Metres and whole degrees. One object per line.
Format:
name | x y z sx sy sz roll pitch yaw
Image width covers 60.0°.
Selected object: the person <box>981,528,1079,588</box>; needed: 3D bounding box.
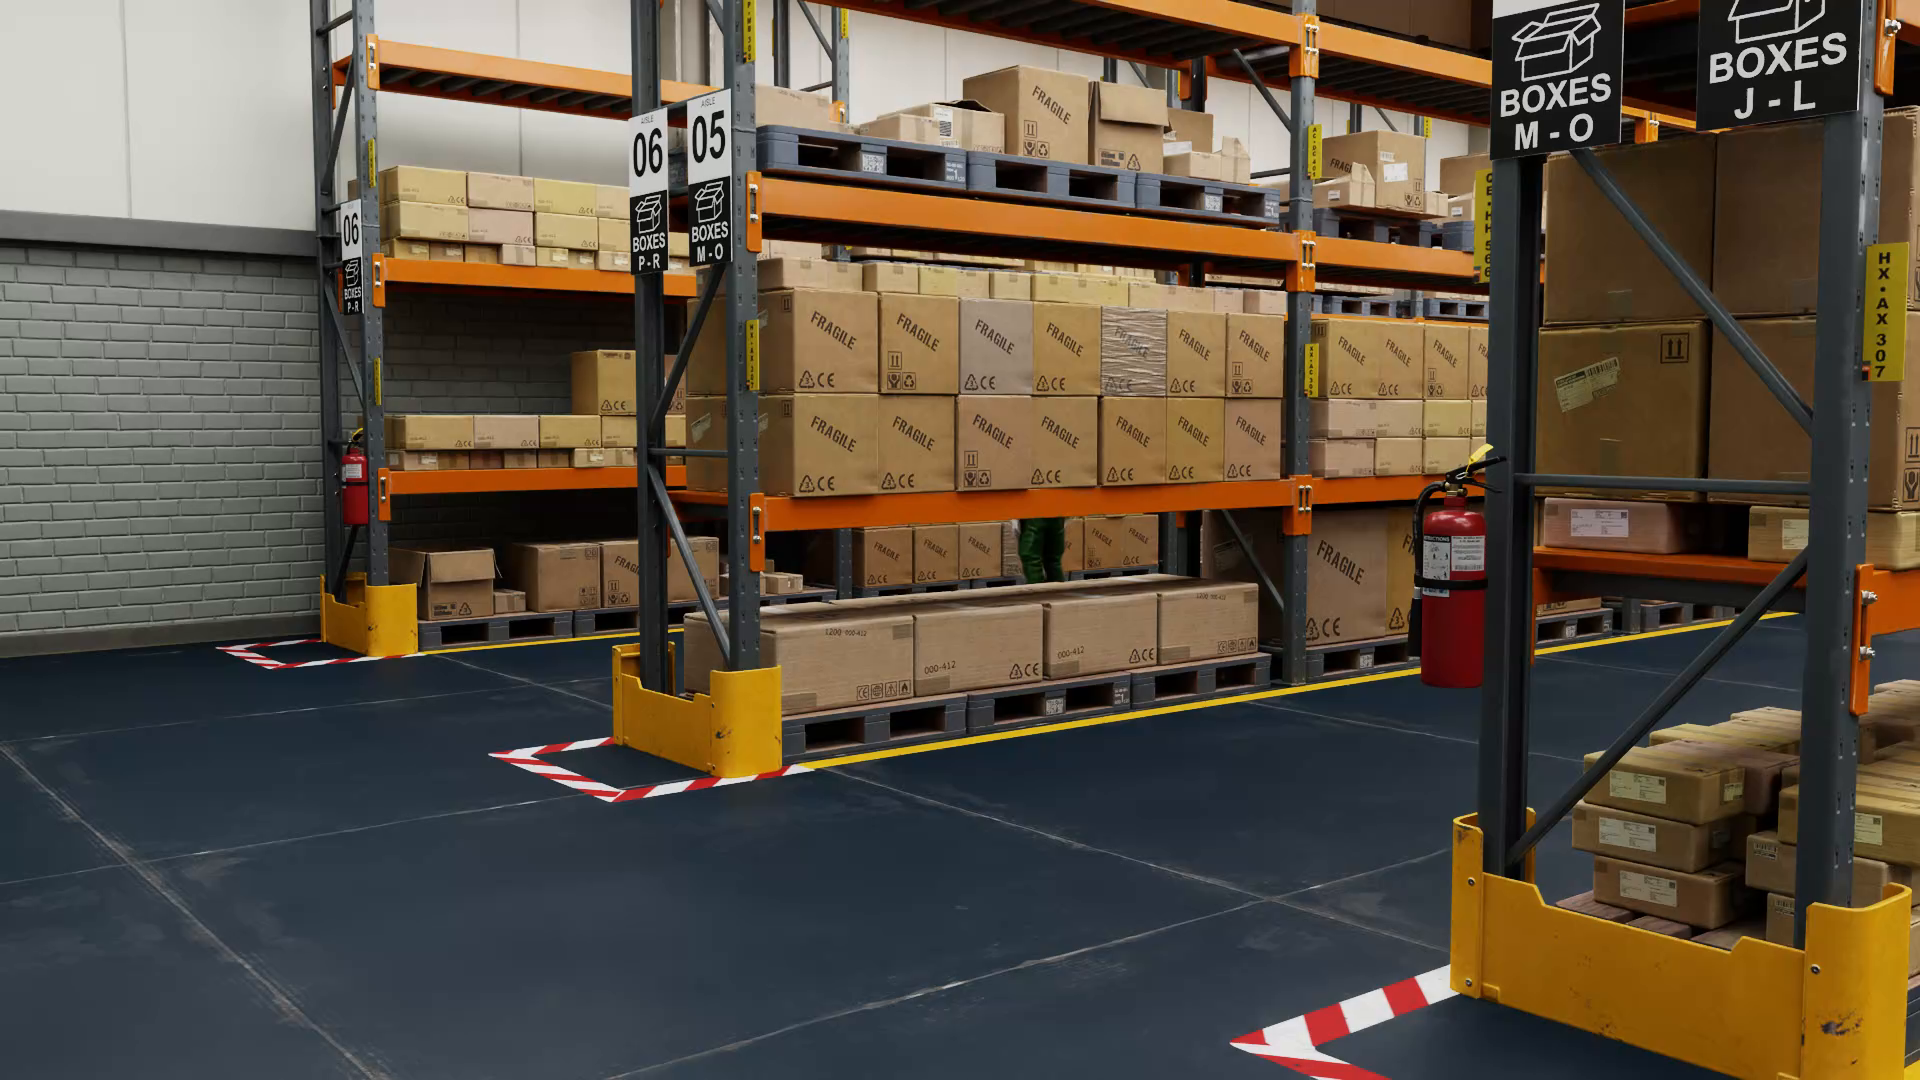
person | 0.535 0.358 13.405 0.547 0.880 0.922 -3 5 -39
